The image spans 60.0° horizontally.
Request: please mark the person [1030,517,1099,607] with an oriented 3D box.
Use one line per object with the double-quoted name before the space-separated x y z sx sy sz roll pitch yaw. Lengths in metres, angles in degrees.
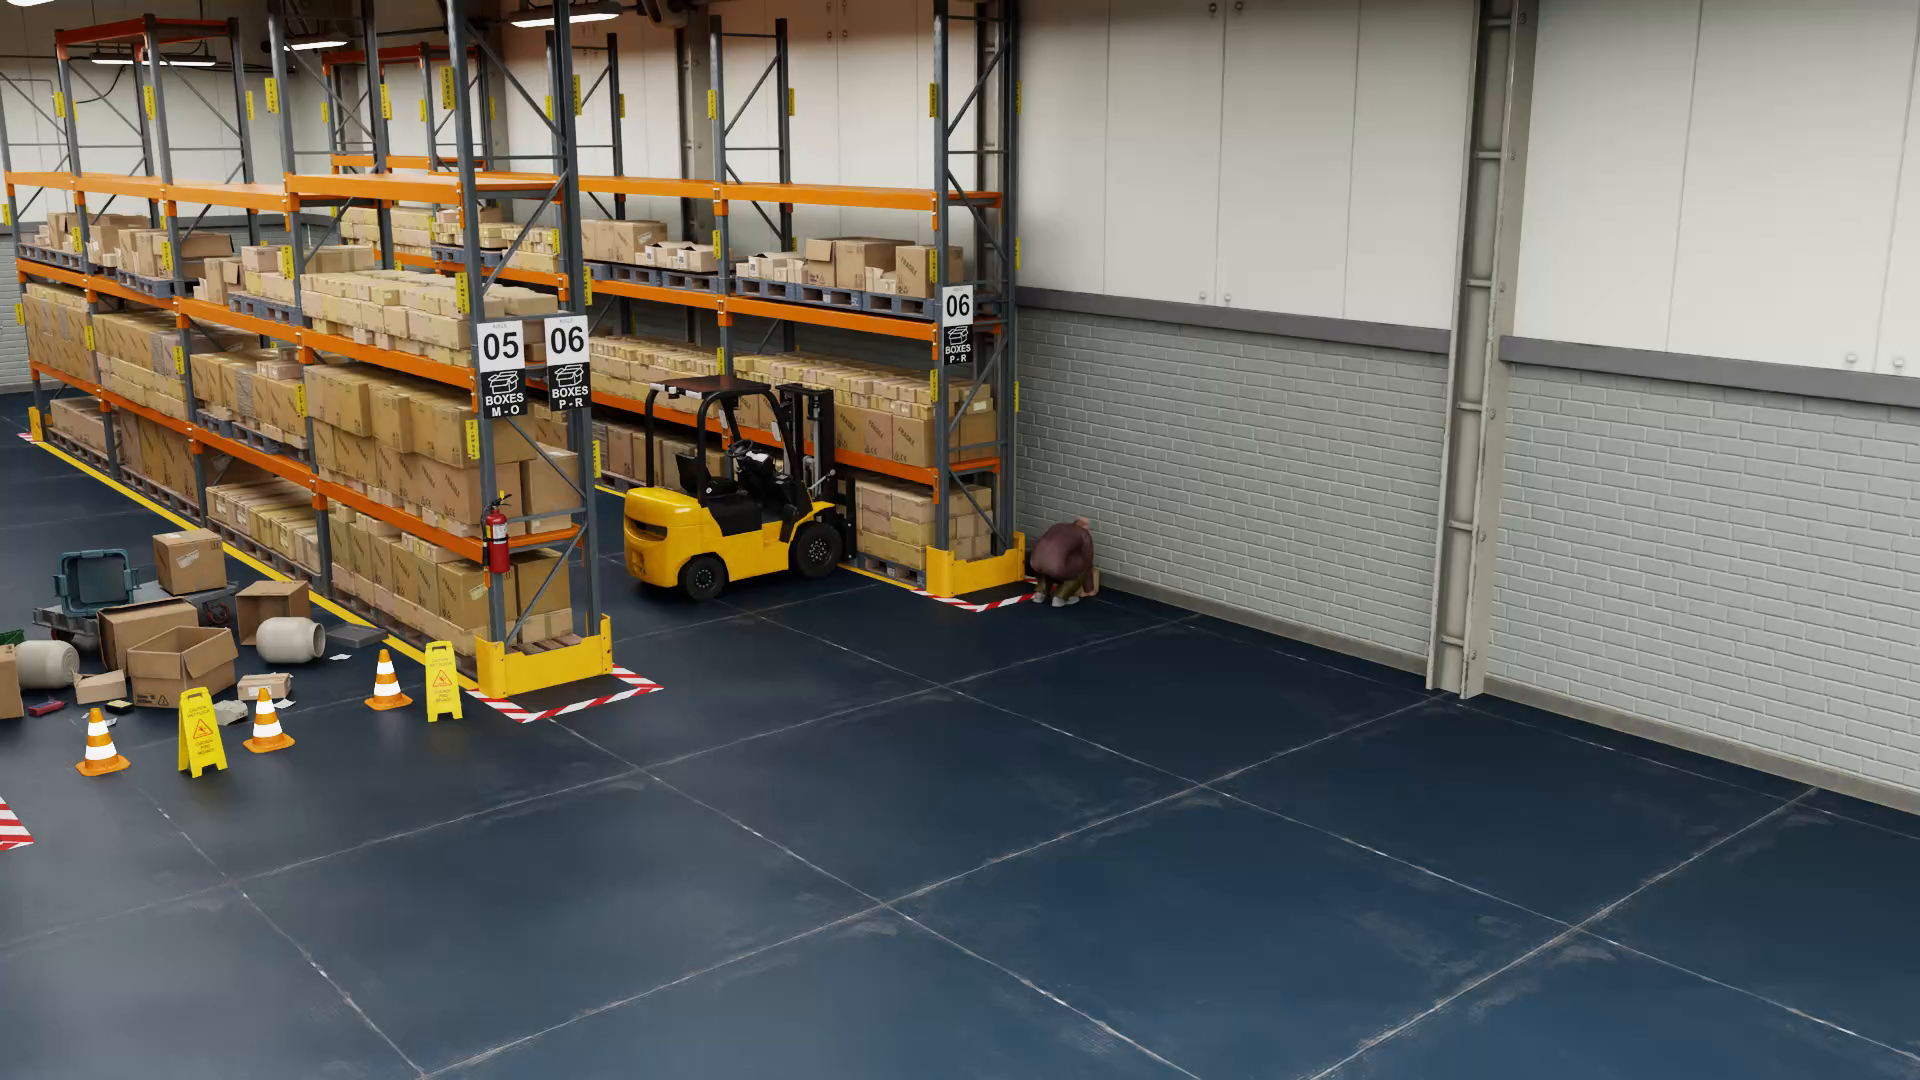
"person" 1.083 0.260 17.167 0.578 0.831 0.918 12 18 39
